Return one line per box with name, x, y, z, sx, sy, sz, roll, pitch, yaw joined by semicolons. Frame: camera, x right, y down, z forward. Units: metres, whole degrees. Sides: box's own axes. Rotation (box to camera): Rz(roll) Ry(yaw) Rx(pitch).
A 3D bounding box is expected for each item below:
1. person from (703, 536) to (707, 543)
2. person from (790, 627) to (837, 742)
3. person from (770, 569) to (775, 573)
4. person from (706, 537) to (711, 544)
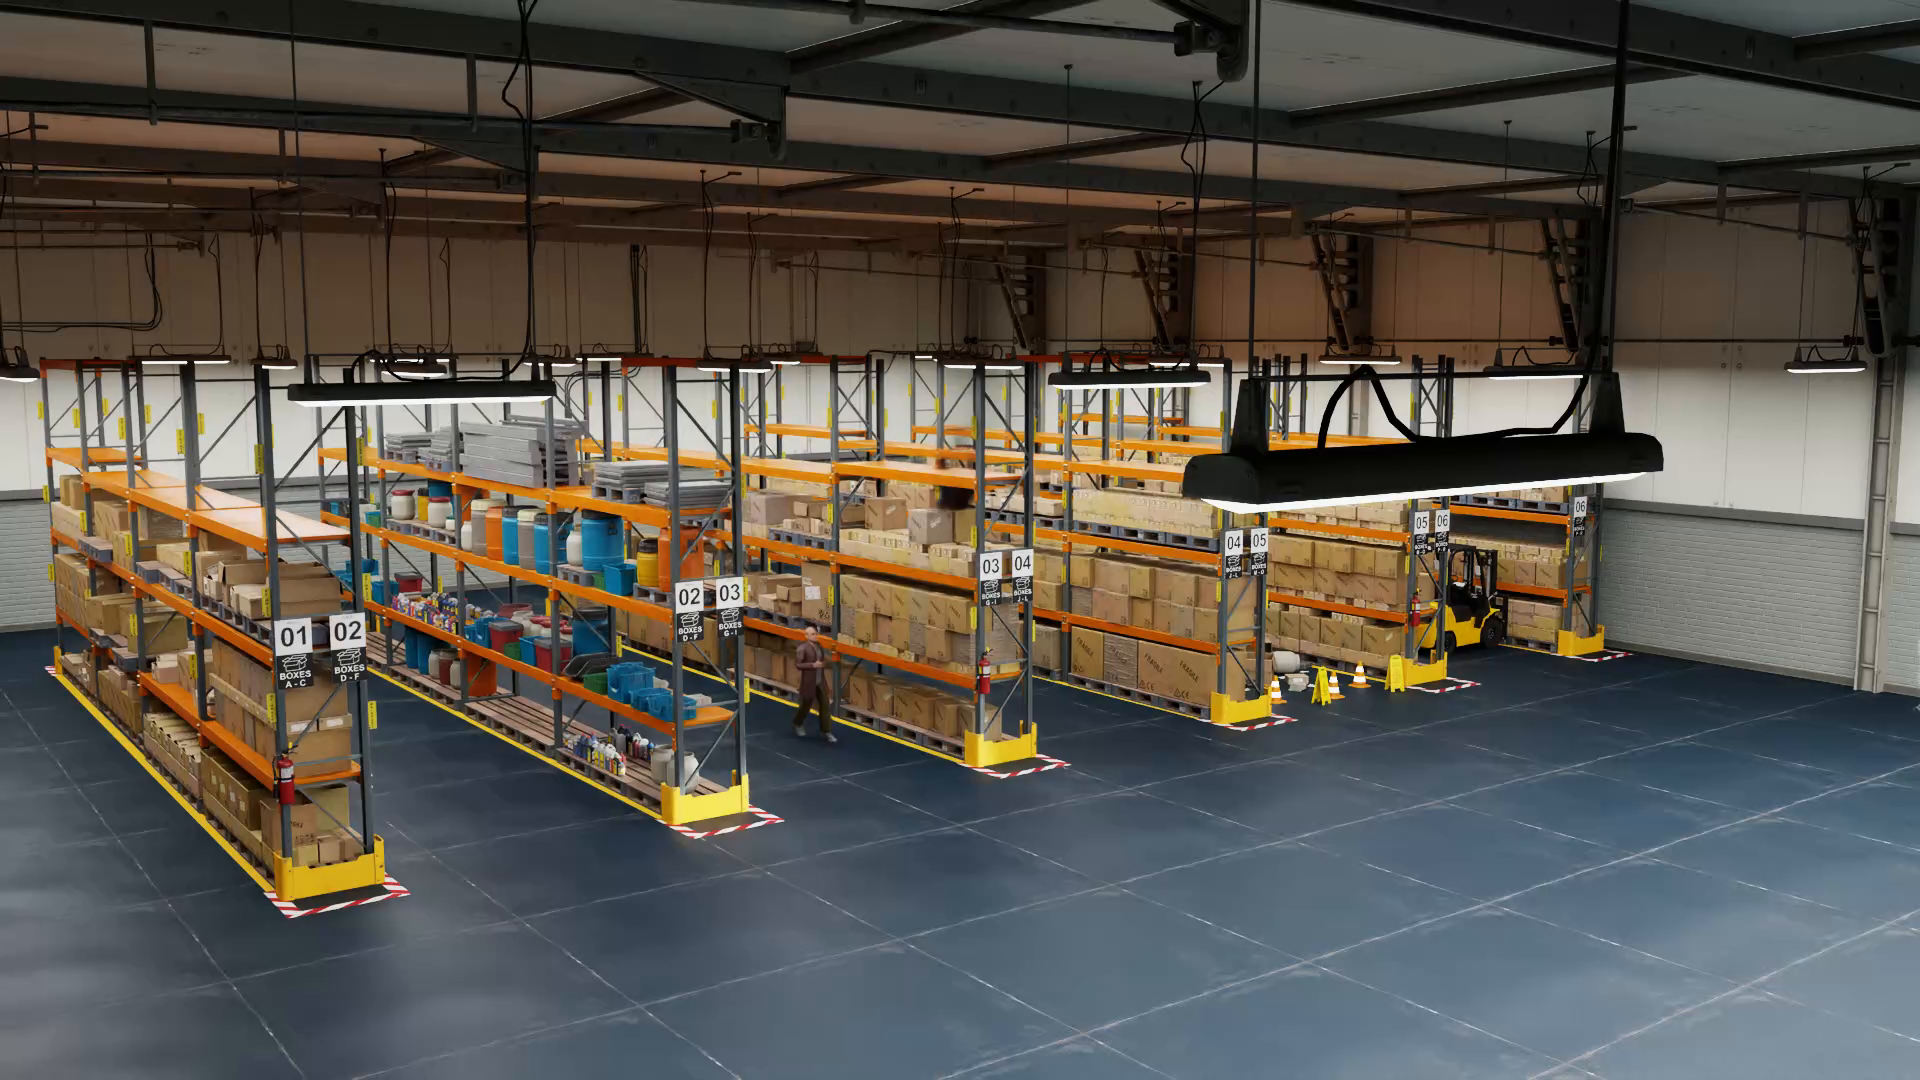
person;-6.178;0.734;39.398;0.953;1.714;0.816;-2;7;-17
person;-2.334;2.262;26.312;0.949;1.792;0.701;7;9;44
person;-3.921;1.406;34.417;0.615;1.625;0.548;-6;9;-43
person;-6.370;0.649;40.628;0.888;1.630;0.533;2;7;13
